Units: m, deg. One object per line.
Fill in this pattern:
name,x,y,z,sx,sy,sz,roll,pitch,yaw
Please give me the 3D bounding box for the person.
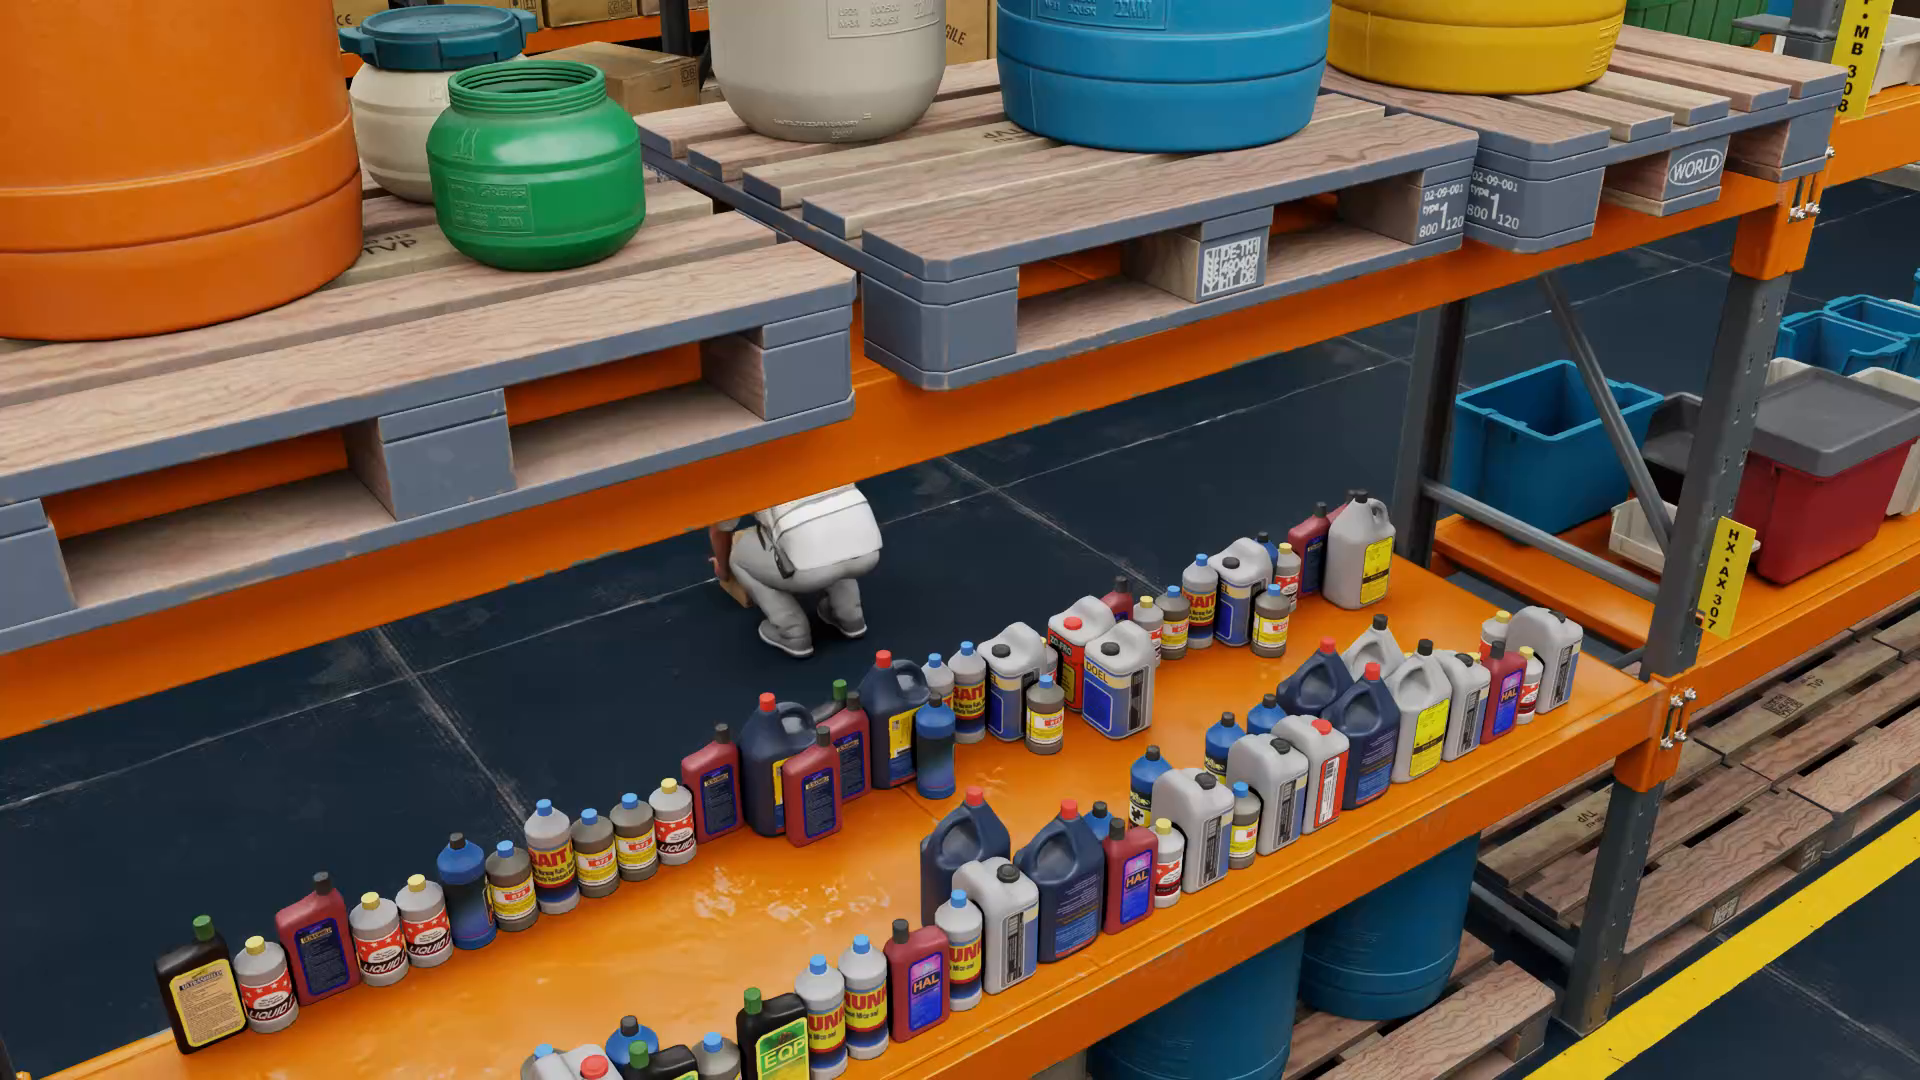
person,-0.738,-0.059,7.069,0.567,0.958,0.951,-19,34,-31
